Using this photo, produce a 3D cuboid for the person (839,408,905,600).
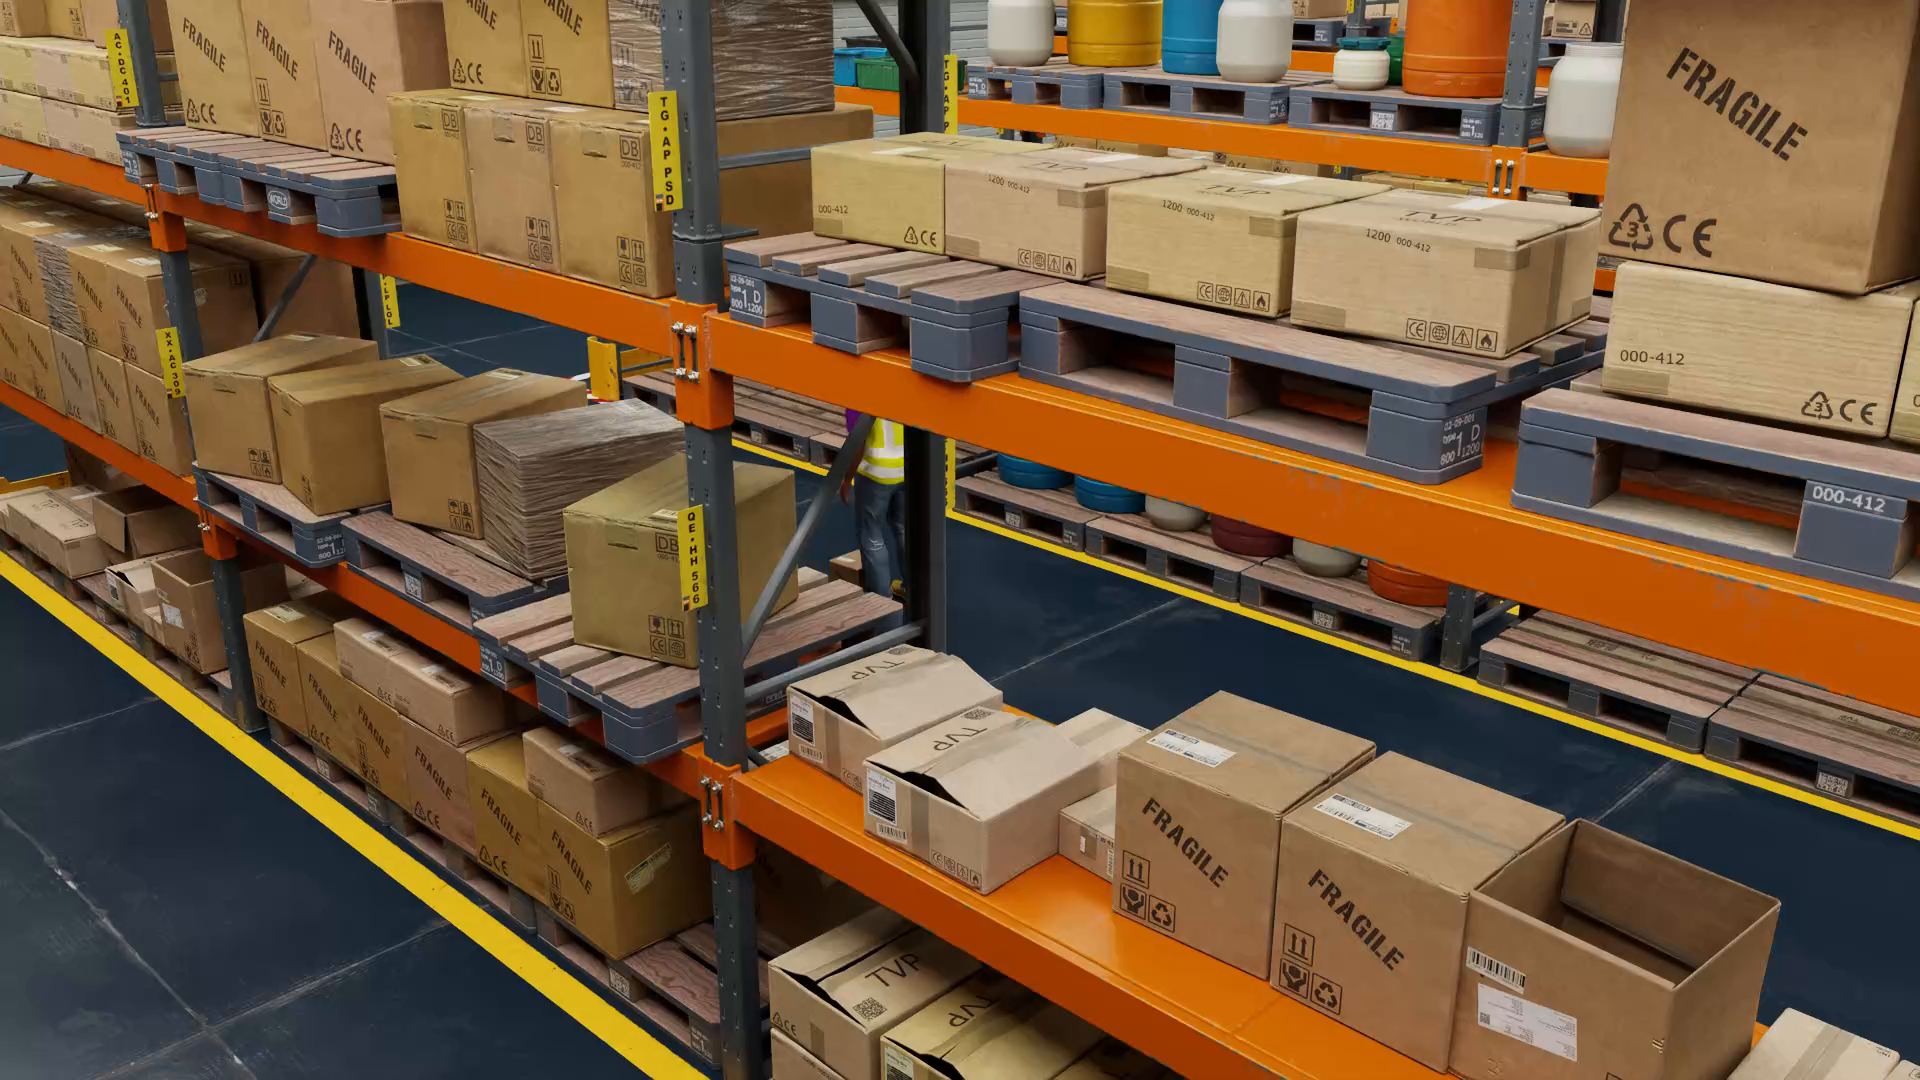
[{"bbox_3d":[-0.451,-0.417,9.668,0.454,1.761,0.636,17,26,38],"label":"person"}]
